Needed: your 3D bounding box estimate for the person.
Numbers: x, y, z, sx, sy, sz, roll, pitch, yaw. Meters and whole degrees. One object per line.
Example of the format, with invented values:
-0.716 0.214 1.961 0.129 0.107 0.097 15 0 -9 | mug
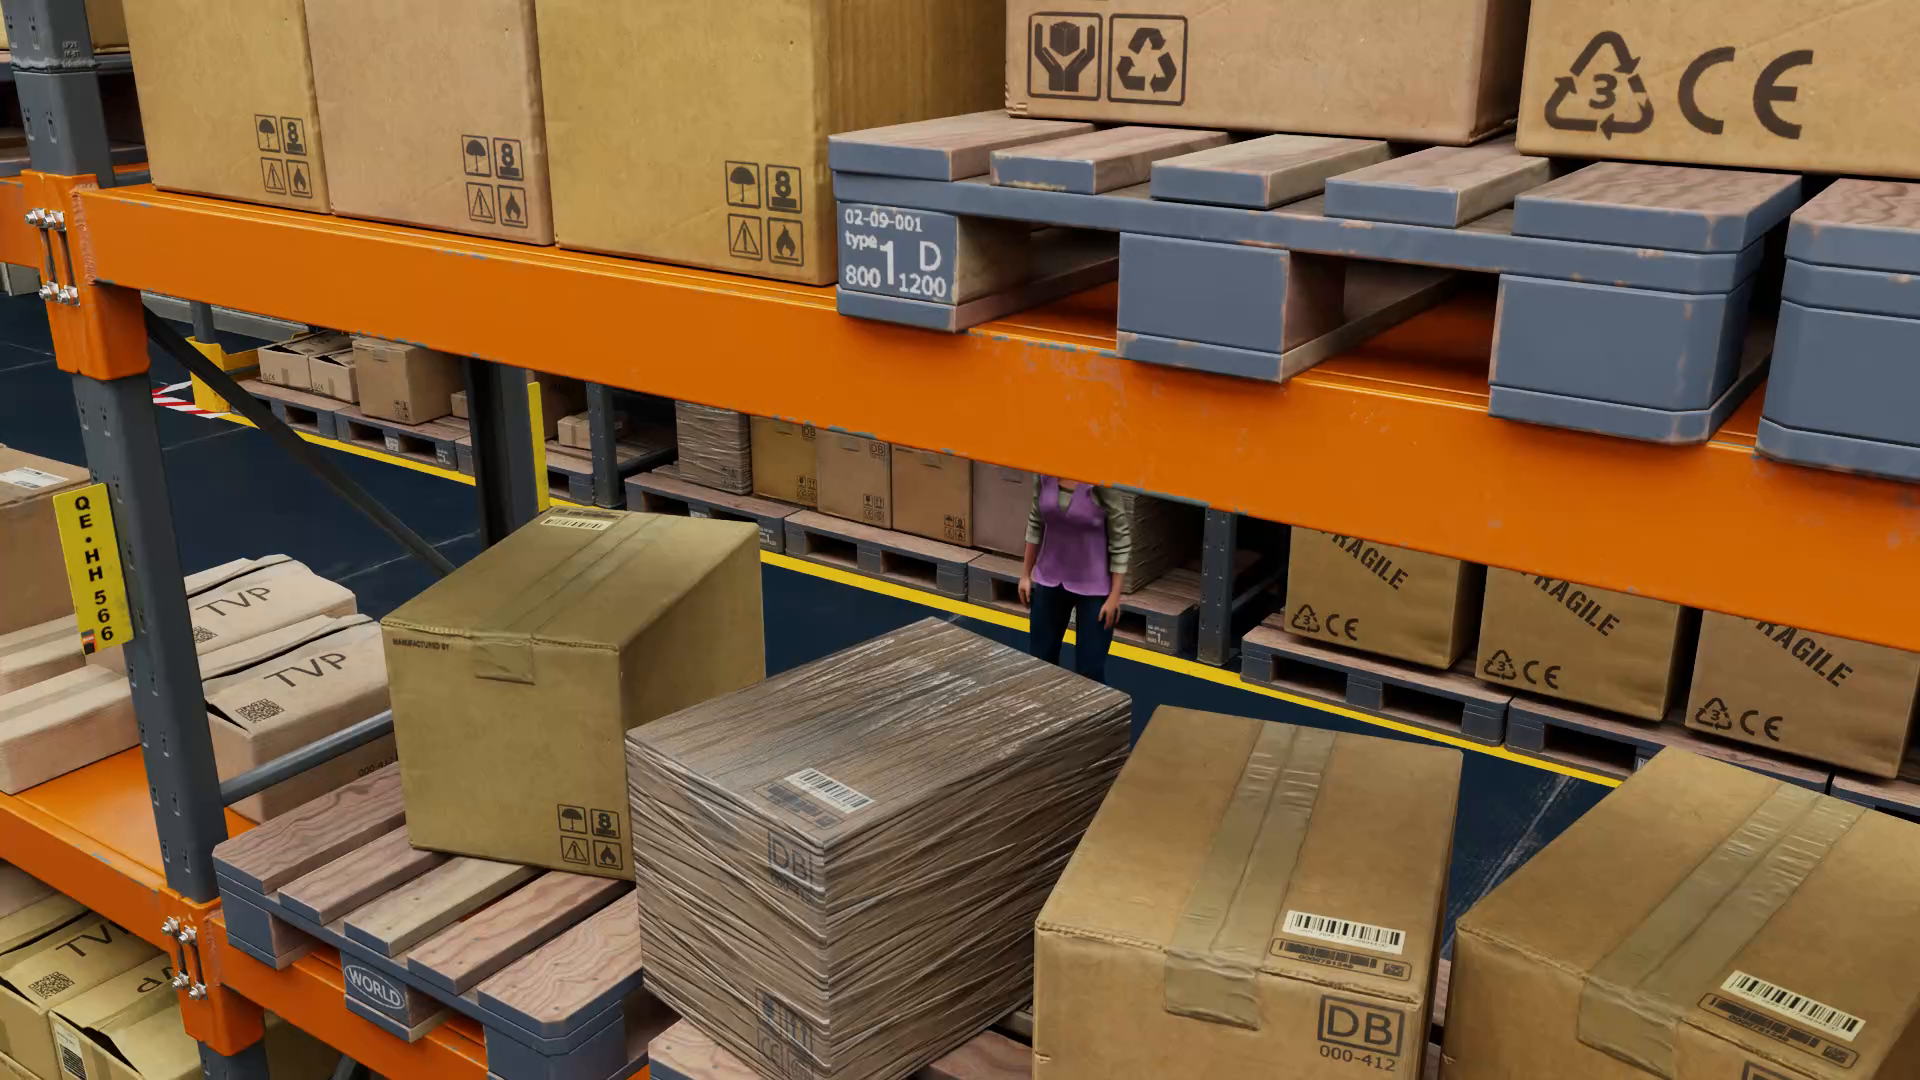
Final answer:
0.447 0.199 6.547 0.463 1.593 0.344 13 24 32 | person
